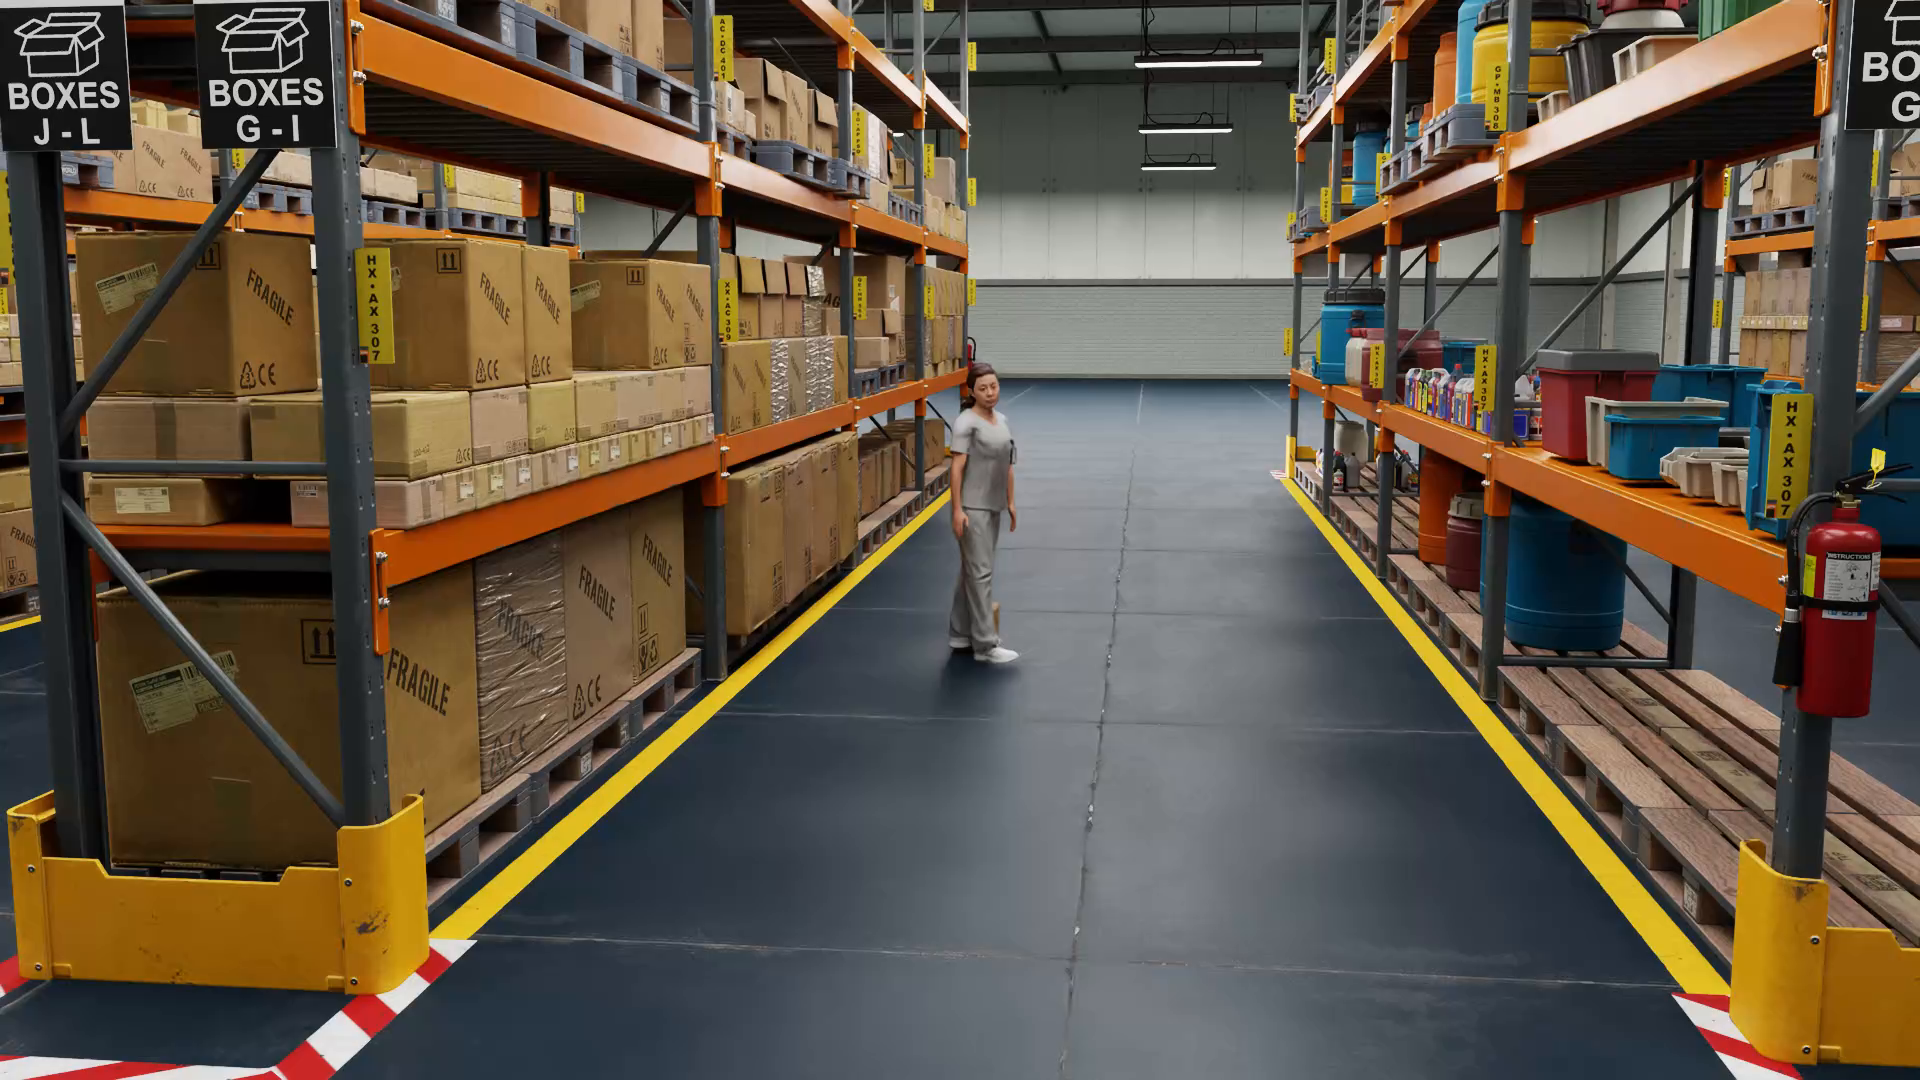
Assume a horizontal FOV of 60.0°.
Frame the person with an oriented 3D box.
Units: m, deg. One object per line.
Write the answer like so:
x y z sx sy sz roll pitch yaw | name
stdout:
0.143 -0.165 9.373 0.593 1.666 0.543 5 9 32 | person
